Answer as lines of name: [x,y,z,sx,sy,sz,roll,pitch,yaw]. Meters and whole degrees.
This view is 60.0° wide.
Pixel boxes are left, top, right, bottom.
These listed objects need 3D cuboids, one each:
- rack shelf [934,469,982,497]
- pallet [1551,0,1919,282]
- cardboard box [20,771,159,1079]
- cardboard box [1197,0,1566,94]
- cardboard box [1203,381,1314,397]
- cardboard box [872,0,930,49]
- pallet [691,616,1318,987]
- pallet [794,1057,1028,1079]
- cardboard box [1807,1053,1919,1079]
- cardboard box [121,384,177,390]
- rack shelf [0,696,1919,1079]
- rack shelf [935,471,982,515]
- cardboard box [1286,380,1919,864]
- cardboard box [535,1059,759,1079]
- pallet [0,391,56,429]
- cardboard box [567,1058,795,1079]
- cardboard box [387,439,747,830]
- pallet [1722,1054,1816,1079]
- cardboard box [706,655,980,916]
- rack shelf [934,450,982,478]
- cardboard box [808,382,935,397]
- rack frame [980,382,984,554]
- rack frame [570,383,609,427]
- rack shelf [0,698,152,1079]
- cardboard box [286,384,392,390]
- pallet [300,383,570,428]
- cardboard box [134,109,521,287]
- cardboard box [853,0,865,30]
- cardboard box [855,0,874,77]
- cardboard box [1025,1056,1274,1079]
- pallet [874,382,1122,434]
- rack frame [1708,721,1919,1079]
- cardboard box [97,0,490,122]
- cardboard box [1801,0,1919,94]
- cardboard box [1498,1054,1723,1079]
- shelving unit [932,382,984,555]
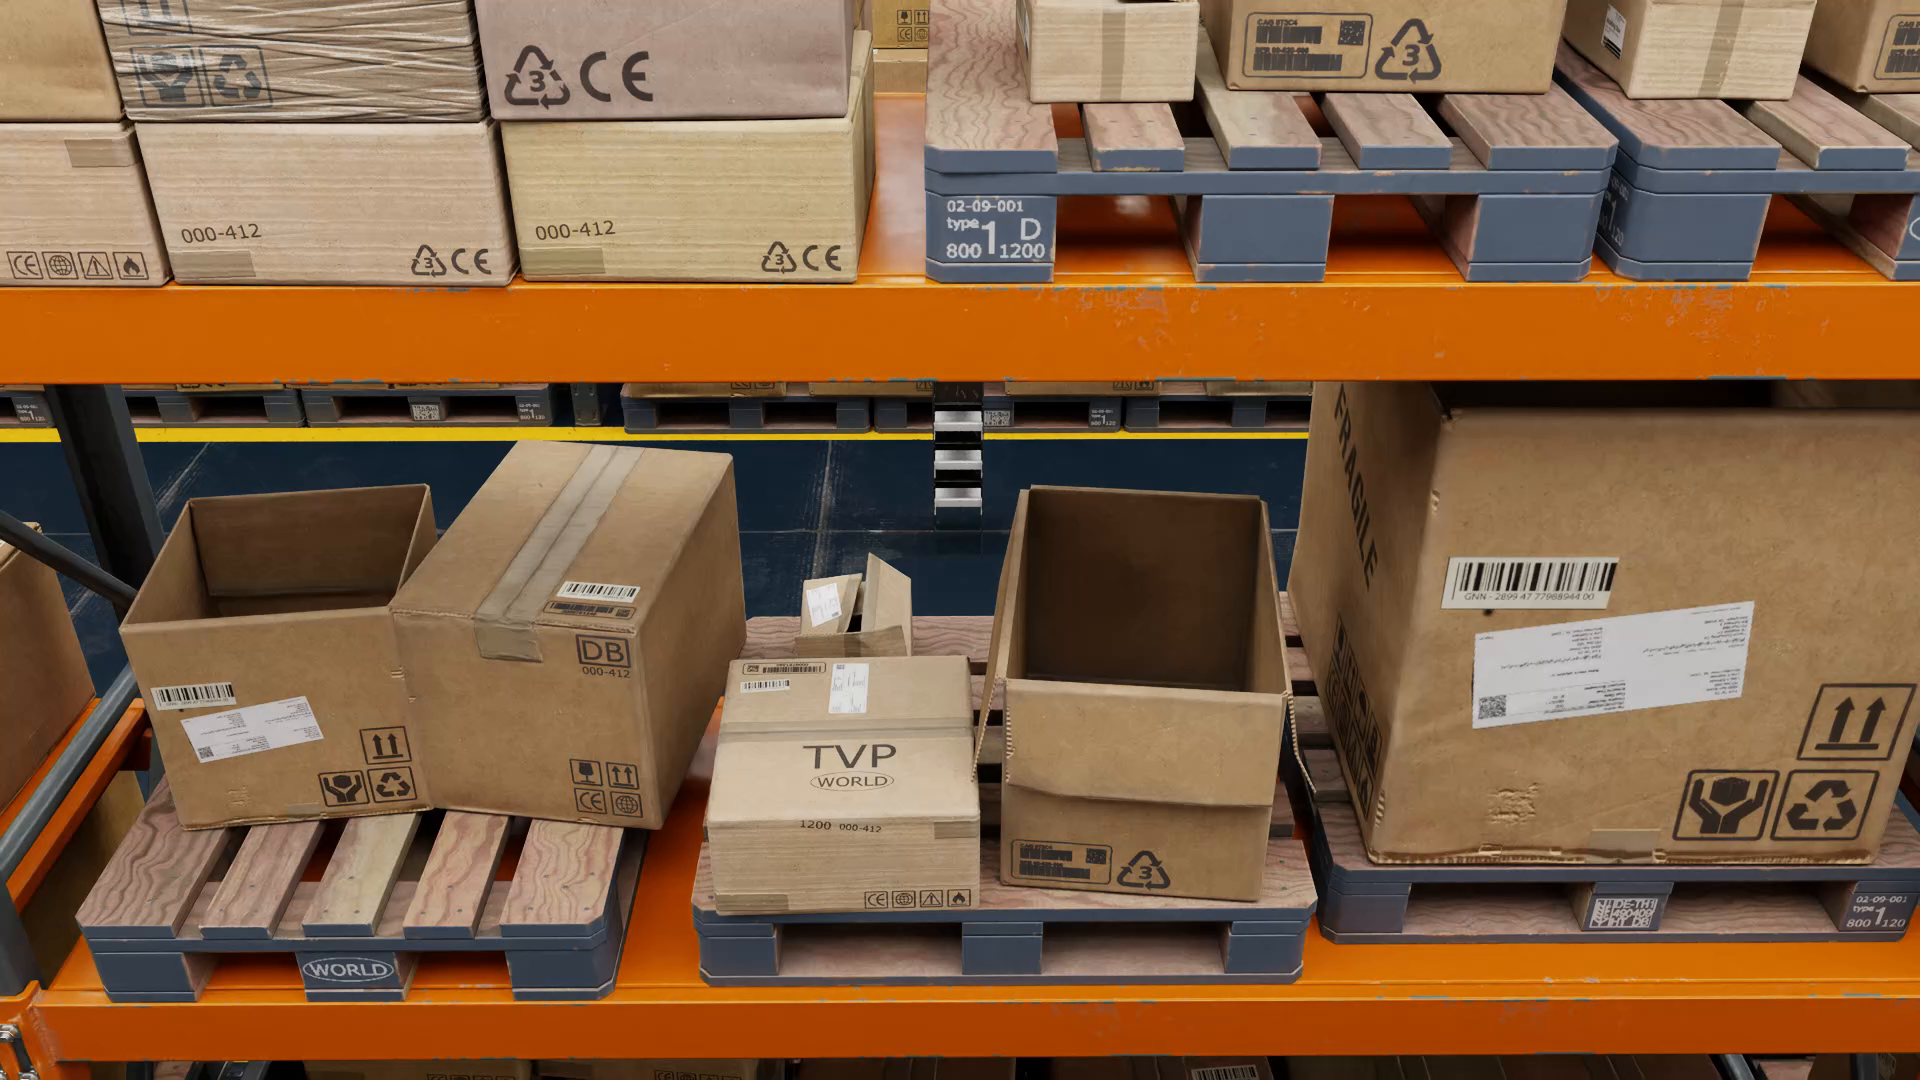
rack shelf: [-0.008,-0.279,7.081,0.200,0.077,0.258,0,31,0]
pallet: [1.483,-0.789,2.949,1.003,0.211,1.213,0,31,0]
cardboard box: [-2.589,1.199,4.026,0.875,0.875,1.225,-2,31,-3]
cardboard box: [0.688,-1.087,2.753,0.637,0.503,0.797,1,31,2]
cardboard box: [1.552,-1.276,8.226,0.750,0.750,1.050,0,31,-1]
cardboard box: [-0.360,-2.566,7.527,0.500,0.500,0.700,-1,31,-1]
pallet: [0.081,0.533,3.665,1.213,0.211,1.003,0,31,0]
pallet: [0.100,1.667,4.300,1.213,0.211,1.003,0,31,0]
cardboard box: [2.501,1.375,4.098,0.500,0.500,0.500,-1,31,-2]
cardboard box: [-4.034,-1.069,8.125,0.500,0.500,0.500,0,31,1]
rack shelf: [0.101,0.780,3.767,4.000,0.370,1.077,0,31,0]
rack shelf: [-0.008,-0.202,7.127,0.200,0.077,0.258,0,31,0]
cardboard box: [1.306,-0.040,3.441,1.000,1.000,1.000,0,31,0]
cardboard box: [-0.699,1.014,3.950,0.500,0.250,0.500,3,31,5]
pallet: [-5.049,-0.893,8.519,1.213,0.211,1.003,0,31,0]
cardboard box: [-0.674,1.338,4.138,0.500,0.500,0.700,-3,31,-4]
cardboard box: [-0.801,0.180,3.560,0.500,0.500,0.700,4,32,7]
pallet: [2.773,1.638,4.347,1.213,0.211,1.003,0,31,0]
cardboard box: [-0.221,0.477,3.312,0.500,0.250,0.500,-1,31,-2]
rack shelf: [-0.008,-0.356,7.034,0.200,0.077,0.258,0,31,0]
cardboard box: [-0.344,-1.272,8.219,0.750,0.750,1.050,0,31,0]
rack frame: [0.094,-0.385,7.017,0.006,0.900,0.240,0,31,0]
rack frame: [-1.828,-2.095,7.811,0.127,3.000,1.000,0,31,0]
rack shelf: [-3.899,0.792,3.746,4.000,0.370,1.077,0,31,0]
cardboard box: [-3.003,-1.068,8.124,0.500,0.500,0.500,1,31,2]
pallet: [-2.609,-0.901,8.531,1.213,0.211,1.003,0,31,0]
cardboard box: [-0.914,-0.611,2.618,0.500,0.250,0.500,1,31,1]
cardboard box: [-0.415,-1.193,2.854,0.500,0.500,0.500,0,31,1]
cardboard box: [-0.427,-0.877,3.057,0.500,0.250,0.500,1,31,1]
cardboard box: [0.451,1.331,4.150,0.500,0.500,0.700,-3,31,-5]
pallet: [0.178,-0.868,8.477,1.213,0.211,1.003,0,31,0]
rack frame: [2.101,0.466,3.590,0.127,3.000,1.000,0,31,0]
cardboard box: [-0.920,-0.928,2.418,0.500,0.500,0.500,0,31,0]
cardboard box: [1.631,-1.090,2.759,0.637,0.503,0.797,-2,31,-3]
cardboard box: [1.487,1.337,4.140,0.500,0.500,0.700,-2,31,-4]
shelving unit: [-0.008,-0.385,7.017,0.210,0.900,0.258,0,31,0]
